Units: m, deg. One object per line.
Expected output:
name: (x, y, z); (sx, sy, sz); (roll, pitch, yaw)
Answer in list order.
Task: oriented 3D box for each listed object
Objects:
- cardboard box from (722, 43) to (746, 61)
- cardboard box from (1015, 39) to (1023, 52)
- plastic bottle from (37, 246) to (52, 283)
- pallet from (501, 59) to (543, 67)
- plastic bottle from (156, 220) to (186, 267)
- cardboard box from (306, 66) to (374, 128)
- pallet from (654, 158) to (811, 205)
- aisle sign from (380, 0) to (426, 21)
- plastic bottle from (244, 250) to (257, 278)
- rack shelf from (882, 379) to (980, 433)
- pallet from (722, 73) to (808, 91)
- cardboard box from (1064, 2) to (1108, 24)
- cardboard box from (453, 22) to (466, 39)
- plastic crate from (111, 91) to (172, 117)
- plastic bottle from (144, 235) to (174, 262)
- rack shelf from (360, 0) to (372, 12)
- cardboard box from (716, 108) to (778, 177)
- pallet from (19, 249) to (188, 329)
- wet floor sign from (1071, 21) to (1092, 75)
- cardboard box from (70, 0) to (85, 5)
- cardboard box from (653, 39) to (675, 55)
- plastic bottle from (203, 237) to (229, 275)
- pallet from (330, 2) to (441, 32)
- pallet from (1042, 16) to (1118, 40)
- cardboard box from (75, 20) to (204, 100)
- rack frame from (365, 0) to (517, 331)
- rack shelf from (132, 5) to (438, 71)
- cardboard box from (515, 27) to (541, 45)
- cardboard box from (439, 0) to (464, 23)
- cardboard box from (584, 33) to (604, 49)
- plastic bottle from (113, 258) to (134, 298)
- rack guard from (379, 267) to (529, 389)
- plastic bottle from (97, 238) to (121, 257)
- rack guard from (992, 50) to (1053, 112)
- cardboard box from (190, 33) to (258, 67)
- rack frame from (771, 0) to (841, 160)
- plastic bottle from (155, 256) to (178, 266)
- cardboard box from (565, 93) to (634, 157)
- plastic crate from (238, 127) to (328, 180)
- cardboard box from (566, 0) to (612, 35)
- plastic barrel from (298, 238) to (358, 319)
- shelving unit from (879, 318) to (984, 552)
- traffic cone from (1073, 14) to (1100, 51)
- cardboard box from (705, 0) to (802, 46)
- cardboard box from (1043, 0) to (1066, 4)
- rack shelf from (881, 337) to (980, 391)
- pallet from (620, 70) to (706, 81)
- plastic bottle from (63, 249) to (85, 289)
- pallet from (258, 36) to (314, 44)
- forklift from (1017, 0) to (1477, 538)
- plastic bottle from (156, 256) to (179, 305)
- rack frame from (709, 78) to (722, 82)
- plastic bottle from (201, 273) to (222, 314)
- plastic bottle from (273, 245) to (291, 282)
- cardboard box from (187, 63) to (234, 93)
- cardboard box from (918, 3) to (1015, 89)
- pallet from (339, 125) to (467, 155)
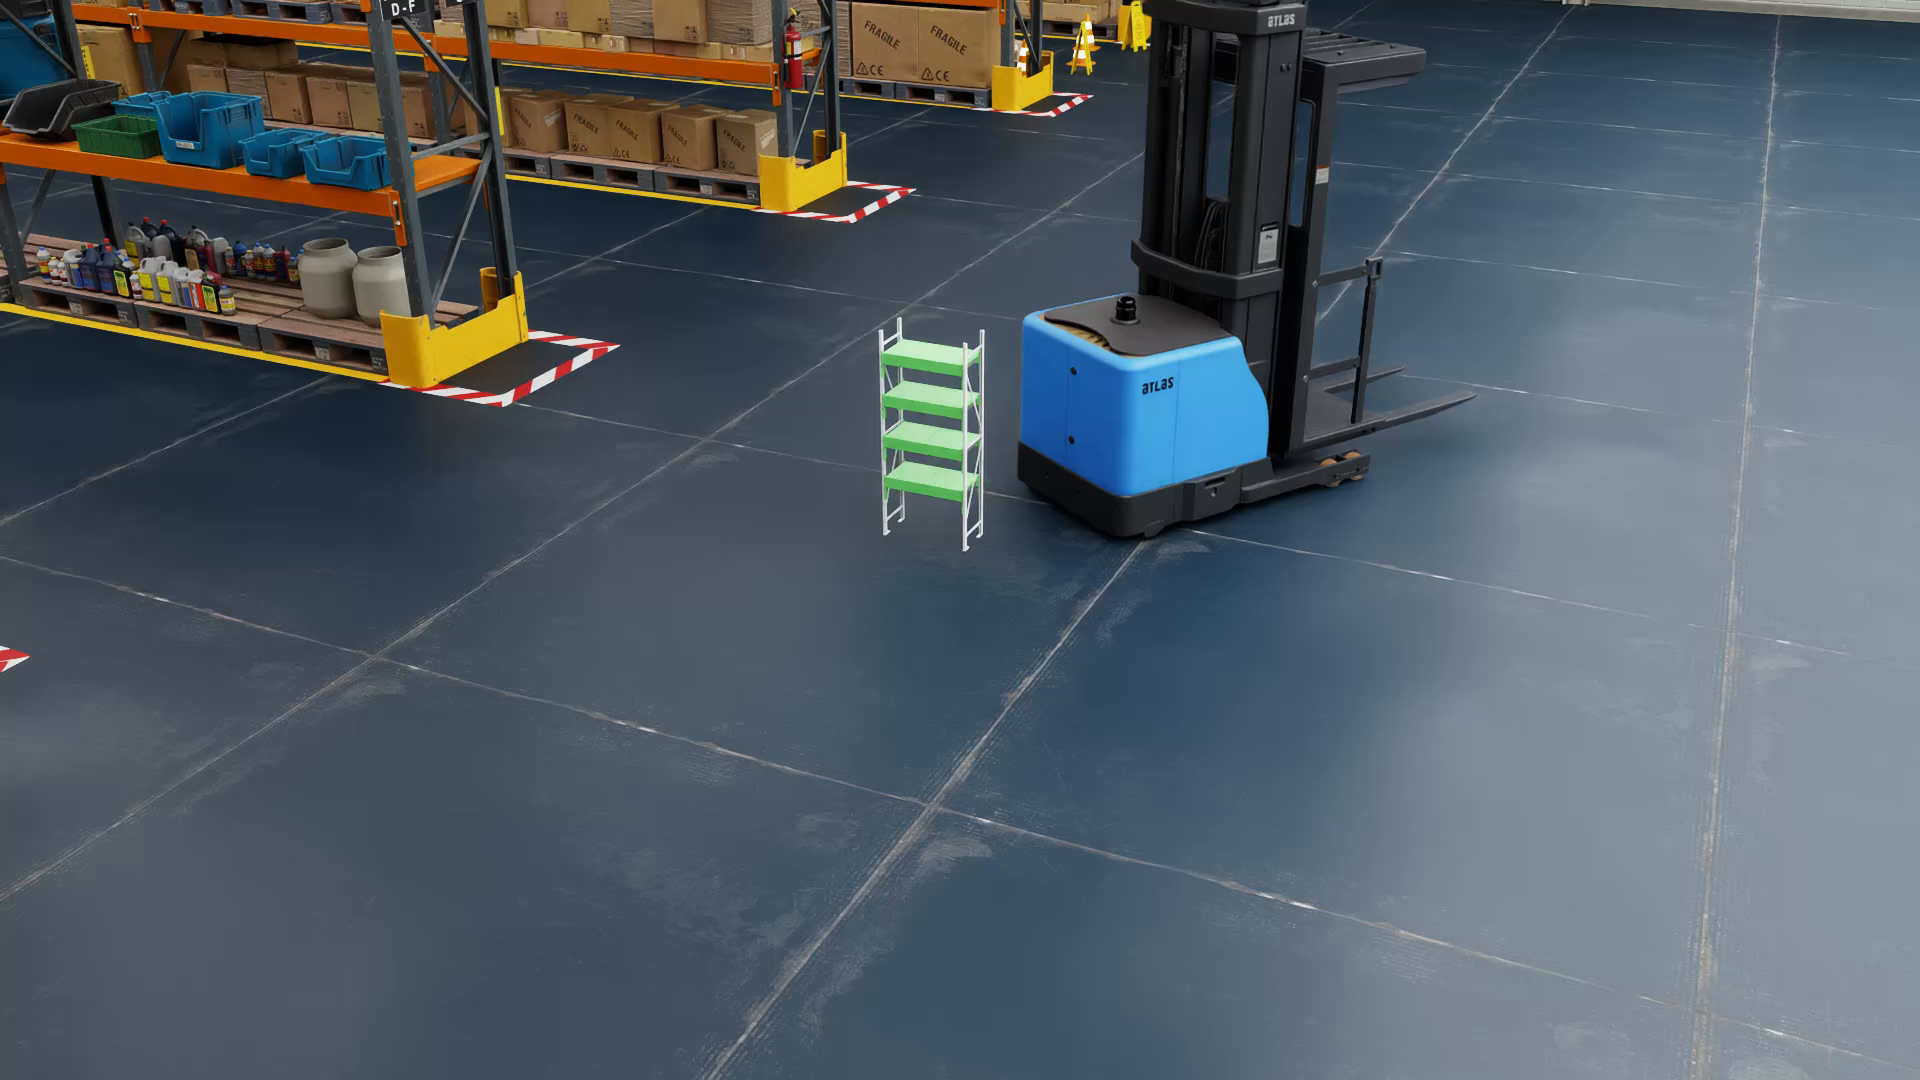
cardboard box: (-1.989, -4.535, 15.350); (0.250, 0.149, 0.380); (11, 28, 22)
cardboard box: (0.657, -6.766, 22.824); (0.380, 0.149, 0.250); (-18, 31, -31)
plastic bottle: (-6.999, -2.111, 12.733); (0.097, 0.271, 0.097); (0, 26, 0)
pallet: (-5.867, -6.646, 22.510); (1.213, 0.211, 1.003); (11, 28, 22)
plastic bottle: (-6.228, -2.345, 13.117); (0.185, 0.351, 0.144); (10, 28, 19)
cardboard box: (-6.544, -4.758, 17.850); (0.500, 0.500, 0.700); (9, 28, 17)
pallet: (-2.211, -3.558, 16.238); (1.213, 0.211, 1.003); (11, 28, 22)
aisle sign: (-3.524, -3.675, 10.375); (0.004, 0.787, 0.394); (11, 28, 22)
plastic bottle: (-5.481, -2.139, 12.869); (0.097, 0.201, 0.097); (0, 26, 0)
rack shelf: (-0.151, -0.727, 8.969); (0.480, 0.148, 0.258); (11, 28, 22)
pallet: (-2.253, -5.918, 21.032); (1.213, 0.211, 1.003); (11, 28, 22)
cardboard box: (1.817, -7.616, 23.961); (0.500, 0.250, 0.500); (11, 28, 22)
cardboard box: (-4.764, -5.040, 16.376); (0.250, 0.149, 0.380); (11, 28, 22)
plastic crate: (-5.988, -3.213, 12.548); (0.616, 0.251, 0.499); (11, 28, 22)
plastic bottle: (-6.266, -2.247, 13.003); (0.135, 0.276, 0.152); (11, 28, 22)
rack shelf: (-5.287, -4.030, 11.458); (4.000, 0.370, 1.077); (11, 28, 22)
cardboard box: (-1.978, -3.821, 15.969); (0.500, 0.500, 0.500); (17, 31, 31)
pallet: (-6.514, -1.982, 13.037); (1.213, 0.211, 1.003); (11, 28, 22)
wet floor sign: (1.575, -6.343, 21.403); (0.232, 0.644, 0.267); (6, 27, 13)
cardboard box: (-9.702, -6.224, 18.383); (0.500, 0.500, 0.500); (11, 28, 21)
cardboard box: (-2.669, -4.674, 15.633); (0.250, 0.149, 0.380); (11, 28, 22)
plastic bottle: (-5.787, -2.221, 12.950); (0.135, 0.276, 0.152); (12, 29, 23)
pallet: (-5.693, -5.476, 17.194); (1.213, 0.211, 1.003); (11, 28, 22)
pallet: (1.892, -7.543, 24.332); (1.213, 0.211, 1.003); (11, 28, 22)
cardboard box: (-9.319, -5.465, 18.885); (0.875, 0.875, 1.225); (10, 28, 19)
rack frame: (-3.467, -2.641, 11.219); (0.127, 3.000, 1.000); (11, 28, 22)
rack shelf: (-6.878, -5.407, 17.651); (4.000, 0.370, 1.077); (11, 28, 22)
cardboard box: (-4.083, -4.901, 16.094); (0.250, 0.149, 0.380); (11, 28, 22)
cardboard box: (-4.674, -5.435, 16.444); (0.500, 0.500, 0.875); (11, 28, 22)
cardboard box: (-3.369, -4.795, 15.877); (0.250, 0.149, 0.380); (11, 28, 22)
plastic bottle: (-6.240, -1.955, 12.403); (0.133, 0.283, 0.061); (13, 29, 24)
rack guard: (-3.555, -1.515, 11.761); (0.348, 0.500, 1.175); (11, 28, 22)
plastic bottle: (-6.485, -2.125, 12.671); (0.185, 0.351, 0.144); (11, 28, 22)
rack guard: (0.751, -5.483, 19.820); (0.348, 0.500, 1.175); (11, 28, 22)
cardboard box: (-8.077, -5.397, 18.300); (0.500, 0.250, 0.500); (13, 29, 24)
rack frame: (-1.417, -4.633, 15.264); (0.127, 3.000, 1.000); (11, 28, 22)
plastic bottle: (-5.948, -1.985, 12.472); (0.135, 0.276, 0.152); (11, 28, 22)
cardboard box: (-3.588, -4.158, 16.654); (0.500, 0.500, 0.500); (9, 28, 17)
plastic crate: (-4.635, -2.667, 11.439); (0.408, 0.251, 0.499); (11, 28, 22)
cardboard box: (-3.298, -5.171, 15.907); (0.500, 0.500, 0.875); (11, 28, 22)
plastic barrel: (-4.554, -1.895, 12.044); (0.421, 0.512, 0.421); (0, 26, 0)
shelving unit: (-0.151, -0.569, 9.046); (0.503, 1.200, 0.258); (11, 28, 22)
traffic cone: (1.760, -7.039, 23.024); (0.334, 0.463, 0.336); (11, 28, 22)
cardboard box: (-1.906, -4.923, 15.403); (0.500, 0.500, 0.875); (11, 28, 22)
cardboard box: (1.372, -8.044, 23.982); (0.500, 0.500, 0.500); (12, 29, 24)
rack shelf: (-0.151, -0.942, 8.863); (0.480, 0.148, 0.258); (11, 28, 22)
pallet: (-3.646, -6.200, 21.603); (1.213, 0.211, 1.003); (11, 28, 22)
plastic bottle: (-6.694, -2.065, 12.635); (0.135, 0.276, 0.152); (12, 29, 24)
pallet: (-9.486, -7.410, 24.061); (1.213, 0.211, 1.003); (11, 28, 22)
forklift: (1.855, -1.807, 9.602); (3.031, 2.935, 1.130); (-16, 30, -29)
plastic bottle: (-5.817, -1.921, 12.256); (0.185, 0.351, 0.144); (13, 29, 24)
rack frame: (-2.913, -7.340, 20.762); (0.127, 3.000, 1.000); (11, 28, 22)
plastic bottle: (-5.434, -1.794, 12.074); (0.133, 0.283, 0.061); (12, 29, 23)
plastic bottle: (-5.187, -2.125, 12.748); (0.133, 0.283, 0.061); (12, 29, 23)
cardboard box: (-8.081, -5.057, 18.457); (0.500, 0.500, 0.700); (10, 28, 19)
cardboard box: (0.084, -5.941, 19.851); (0.875, 0.875, 0.875); (12, 28, 22)
pallet: (-5.767, -4.255, 17.653); (1.213, 0.211, 1.003); (11, 28, 22)
